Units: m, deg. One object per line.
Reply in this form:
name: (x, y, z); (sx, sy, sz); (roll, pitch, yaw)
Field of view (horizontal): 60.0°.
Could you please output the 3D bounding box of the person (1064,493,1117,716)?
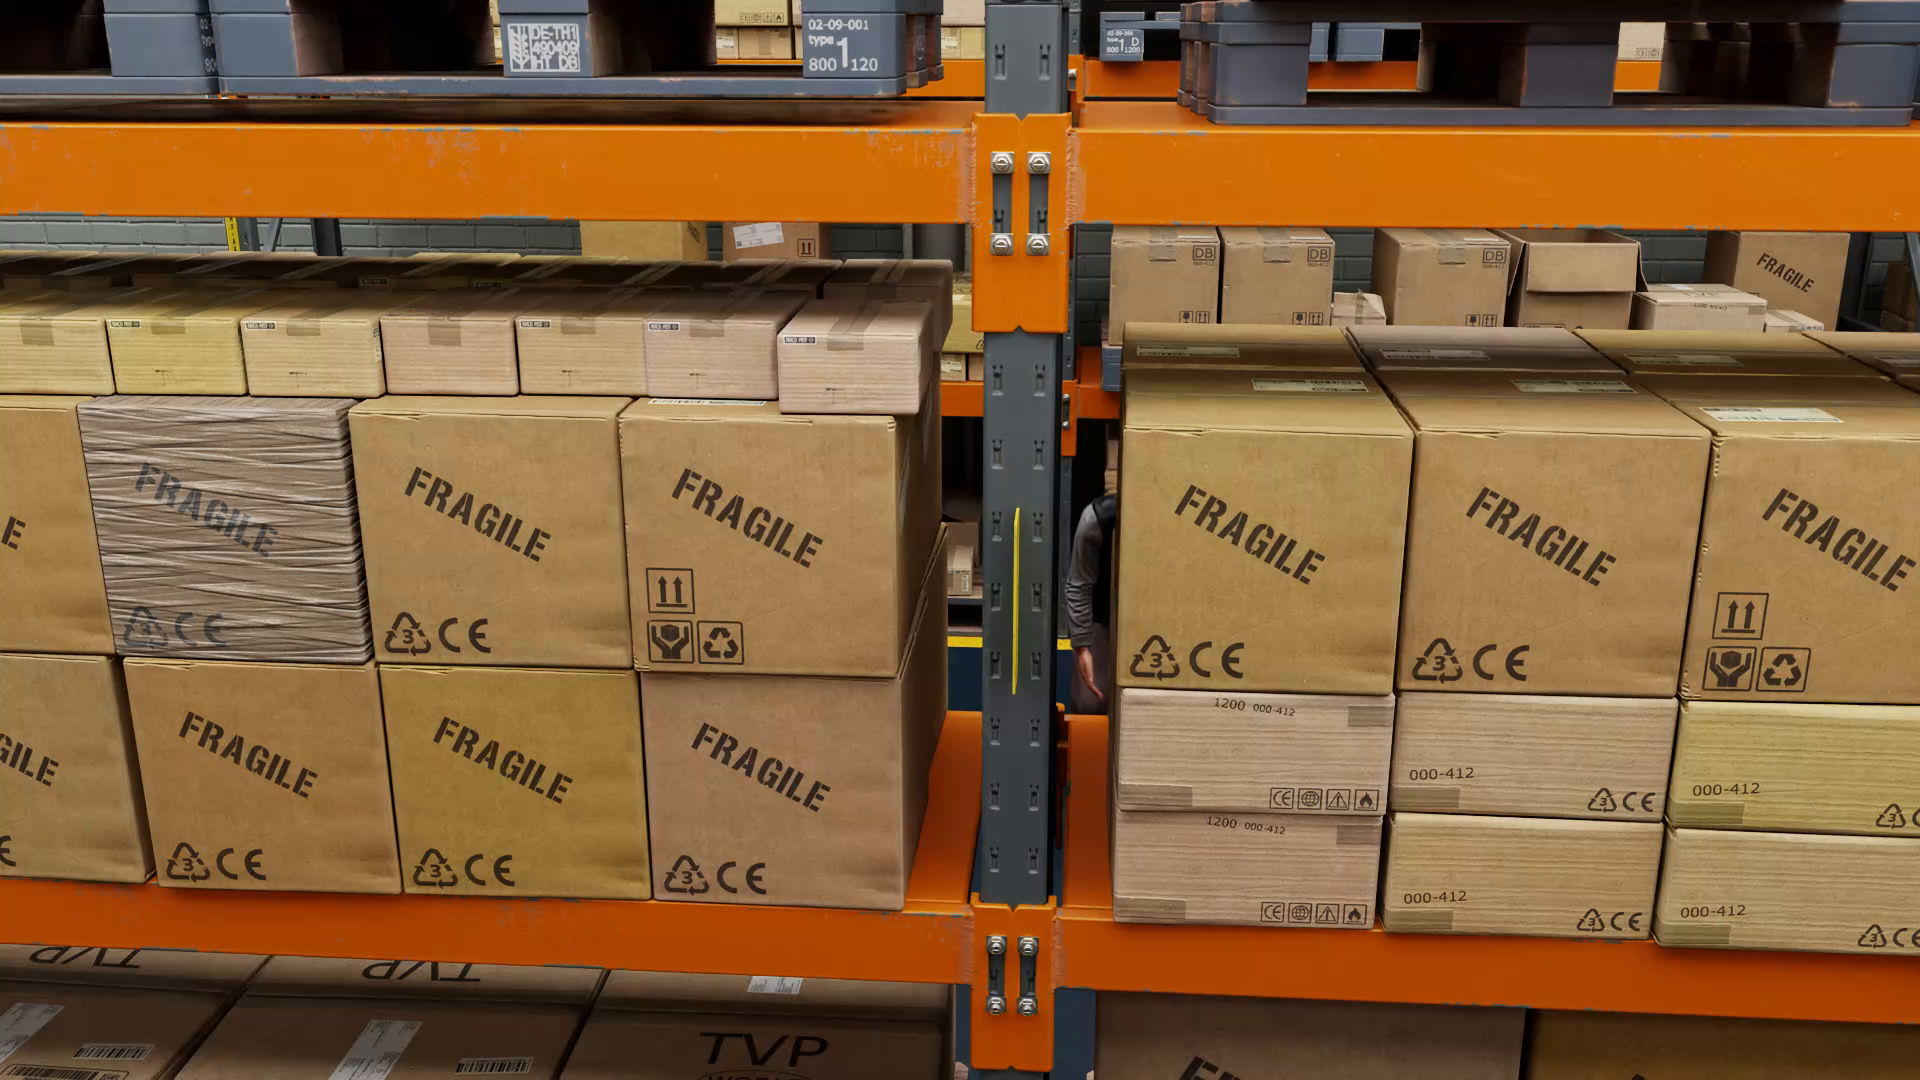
person: (0.697, 0.361, 6.430); (0.591, 1.434, 0.689); (1, 17, 4)
